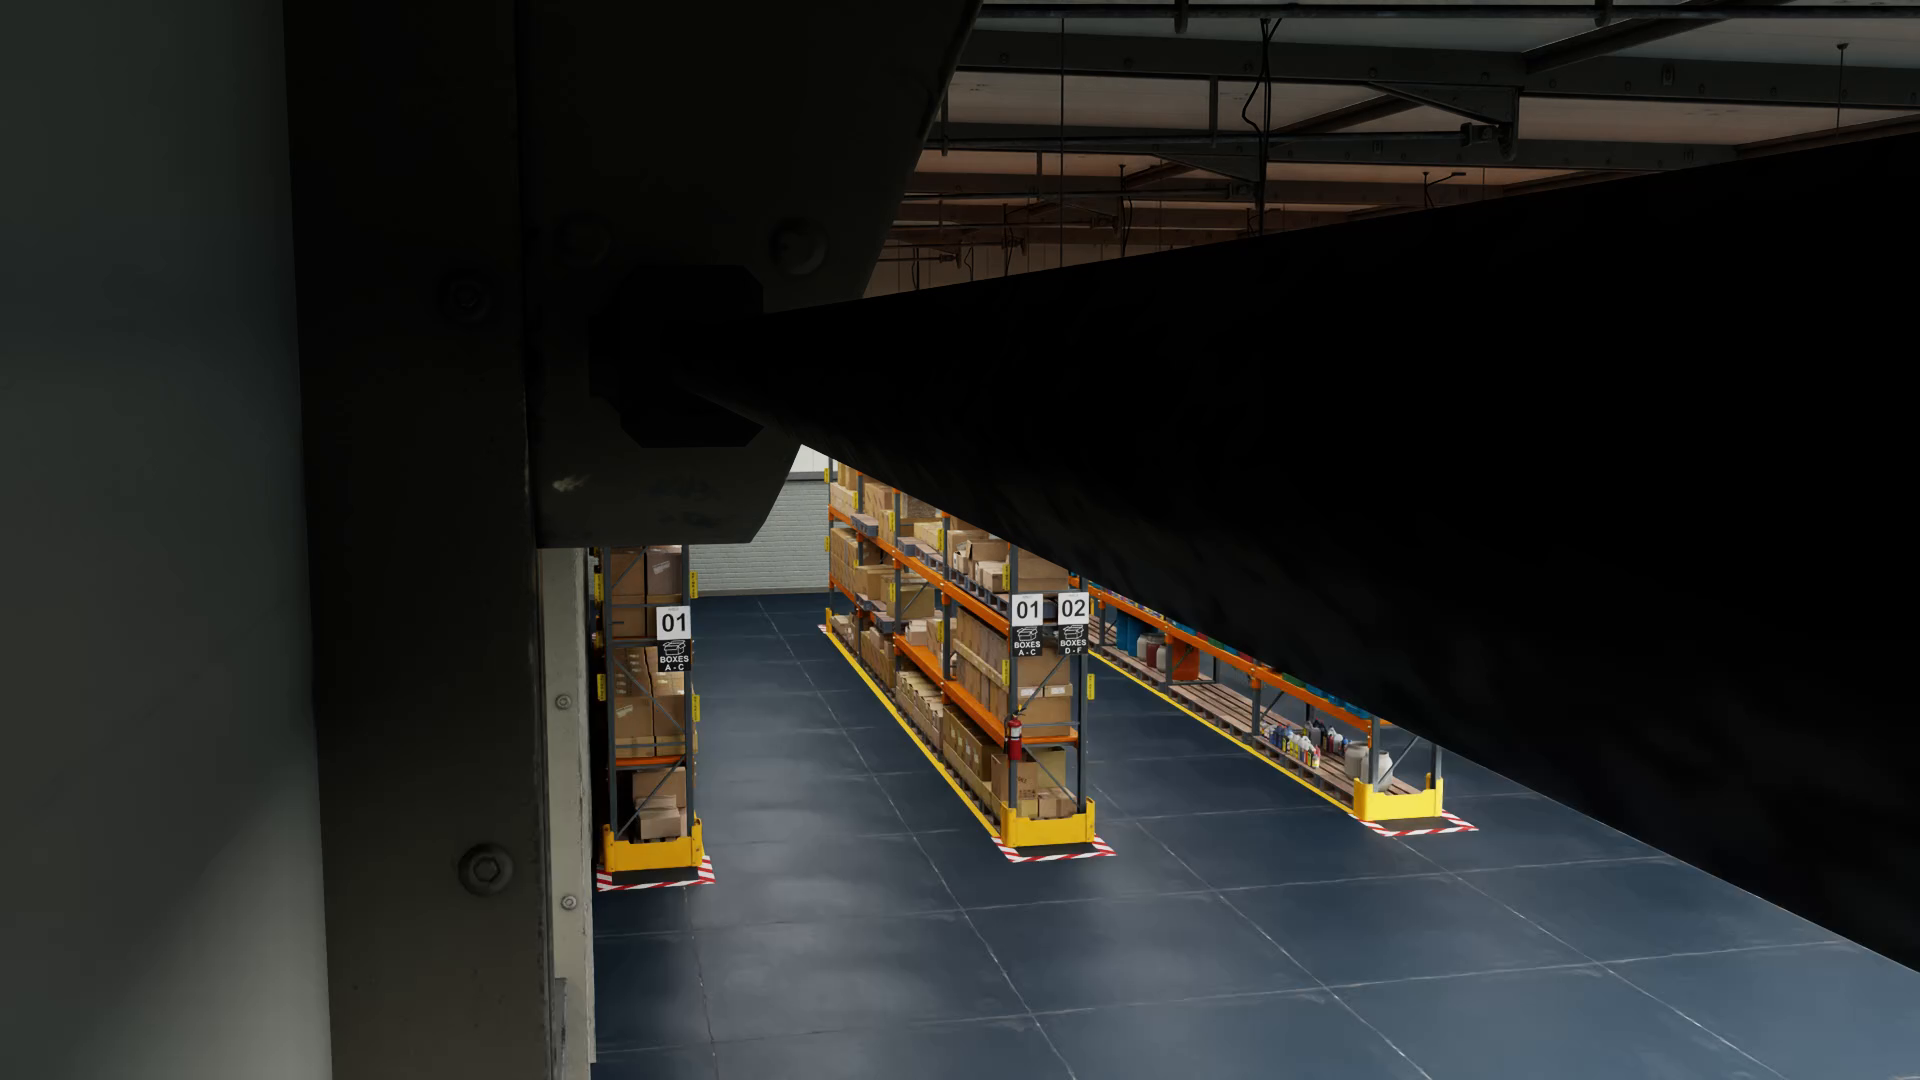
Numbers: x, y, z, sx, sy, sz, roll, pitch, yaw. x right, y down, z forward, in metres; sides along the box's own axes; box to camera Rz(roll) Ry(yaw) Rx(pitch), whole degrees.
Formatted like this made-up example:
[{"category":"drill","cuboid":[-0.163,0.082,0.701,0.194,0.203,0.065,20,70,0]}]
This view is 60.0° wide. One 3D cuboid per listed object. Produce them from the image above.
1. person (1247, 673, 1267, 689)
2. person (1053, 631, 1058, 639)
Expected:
[{"category":"person","cuboid":[5.539,1.815,30.654,0.516,1.708,1.055,-3,7,-21]},{"category":"person","cuboid":[2.058,1.319,35.561,0.421,1.554,0.866,2,7,15]}]
